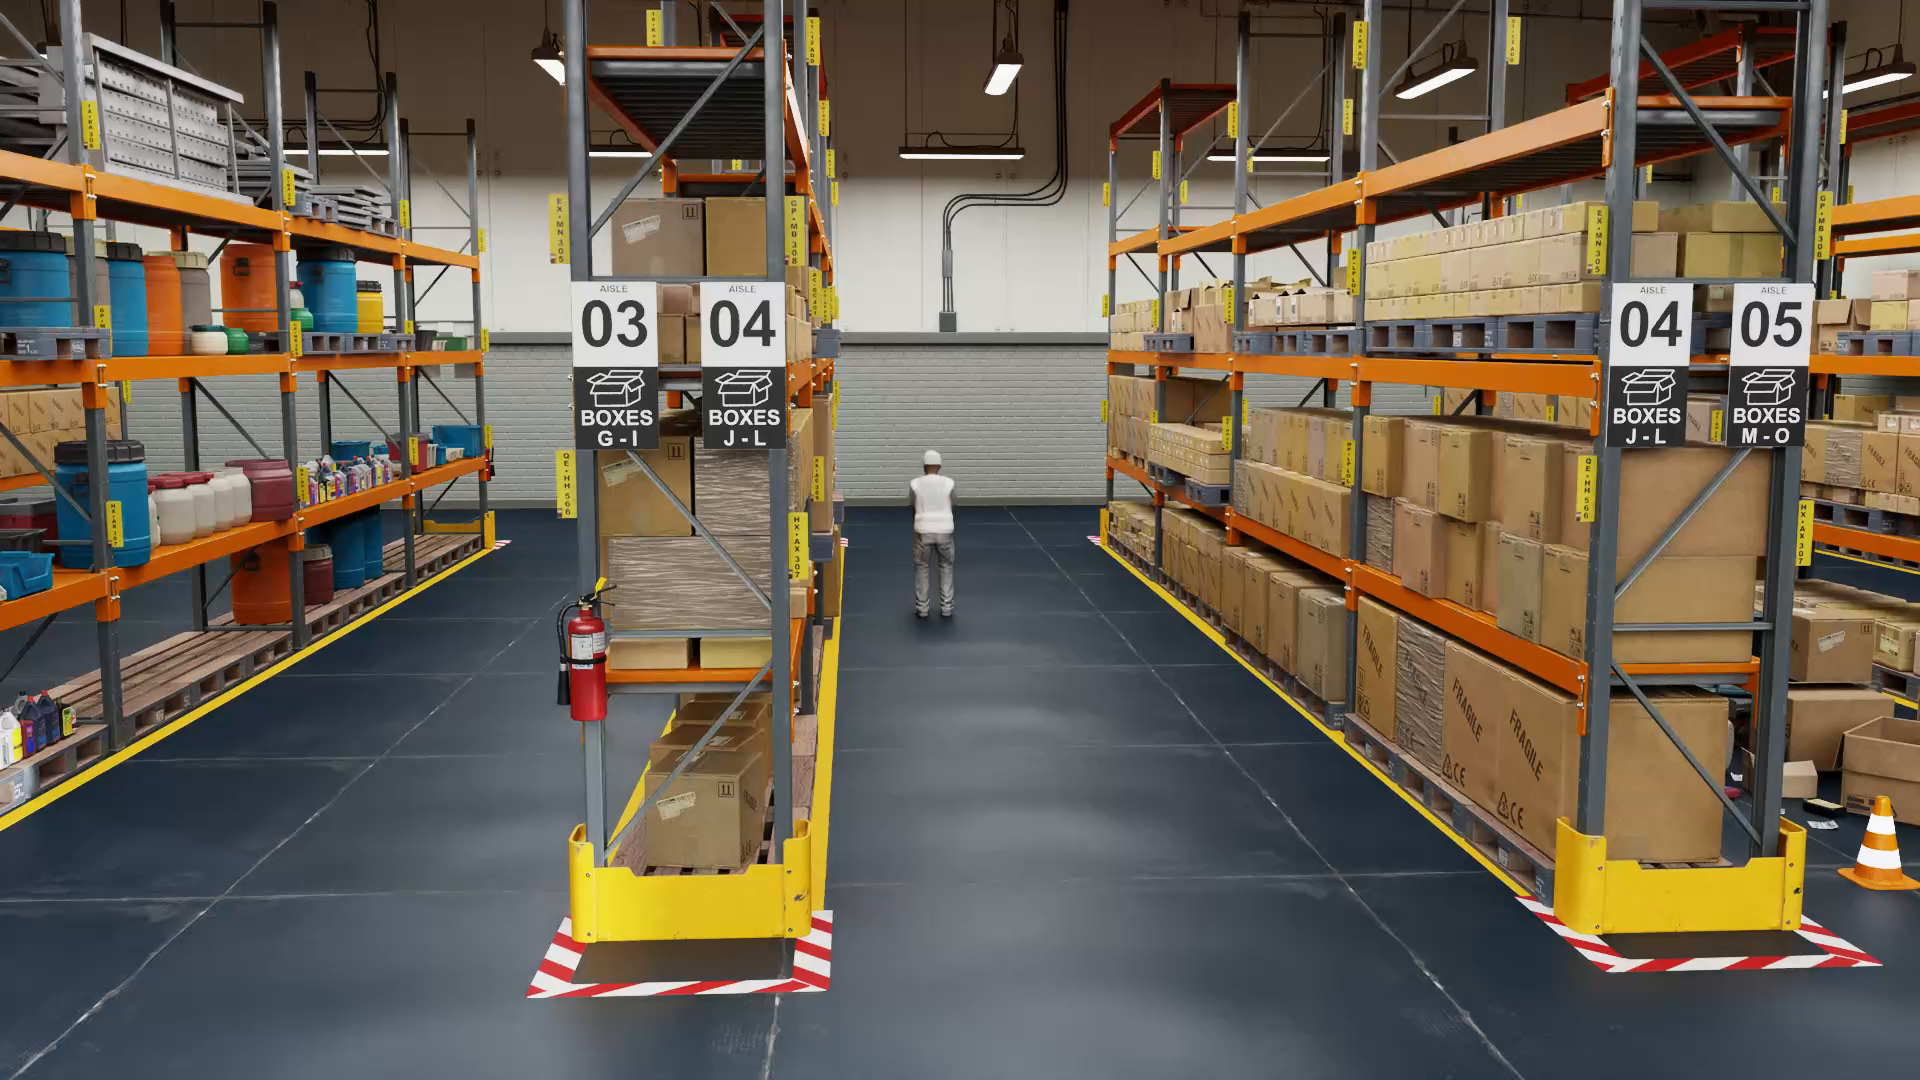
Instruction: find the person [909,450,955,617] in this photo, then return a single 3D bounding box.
[{"bbox_3d":[-0.303,-0.084,17.892,0.491,1.775,0.592,-1,7,-5],"label":"person"}]
